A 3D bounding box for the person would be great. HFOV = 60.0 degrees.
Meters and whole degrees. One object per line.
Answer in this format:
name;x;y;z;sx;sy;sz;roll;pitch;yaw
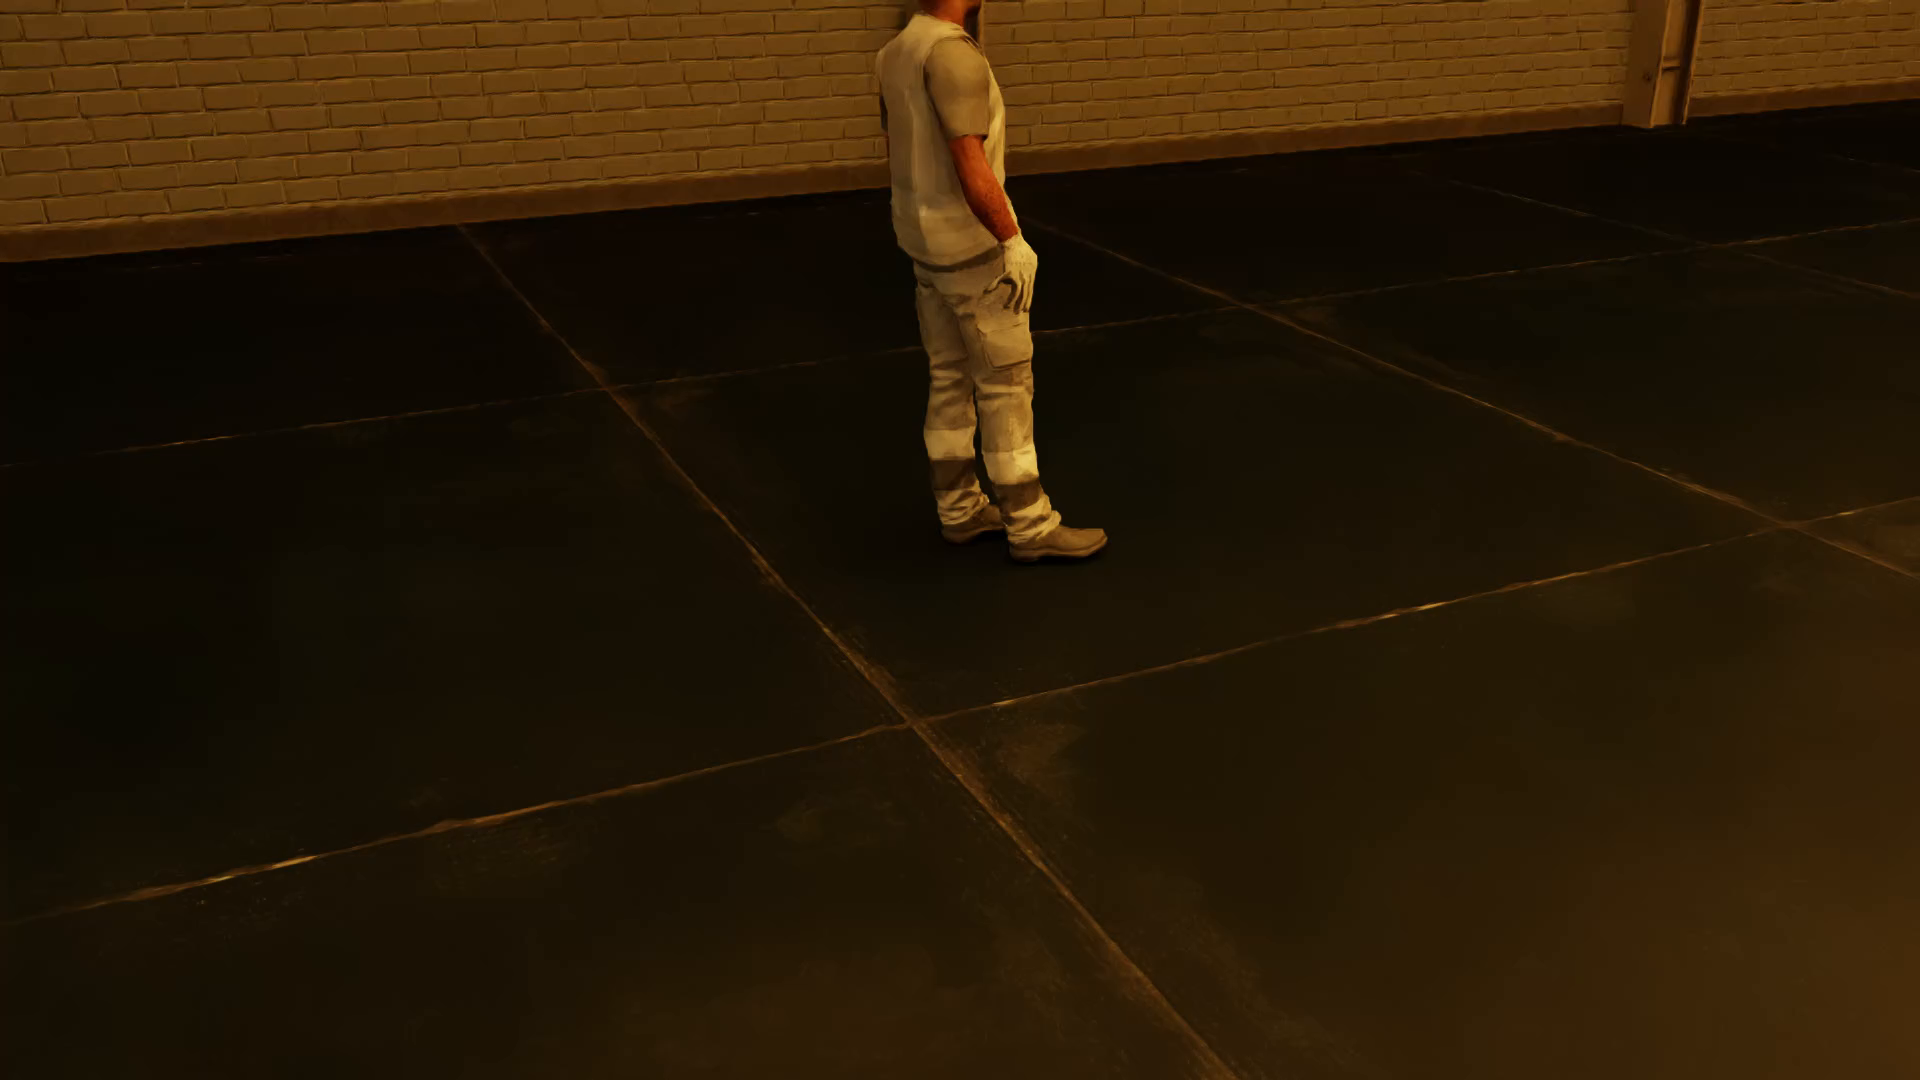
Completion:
person;0.077;-0.842;4.783;0.563;1.787;0.637;-10;25;-23
